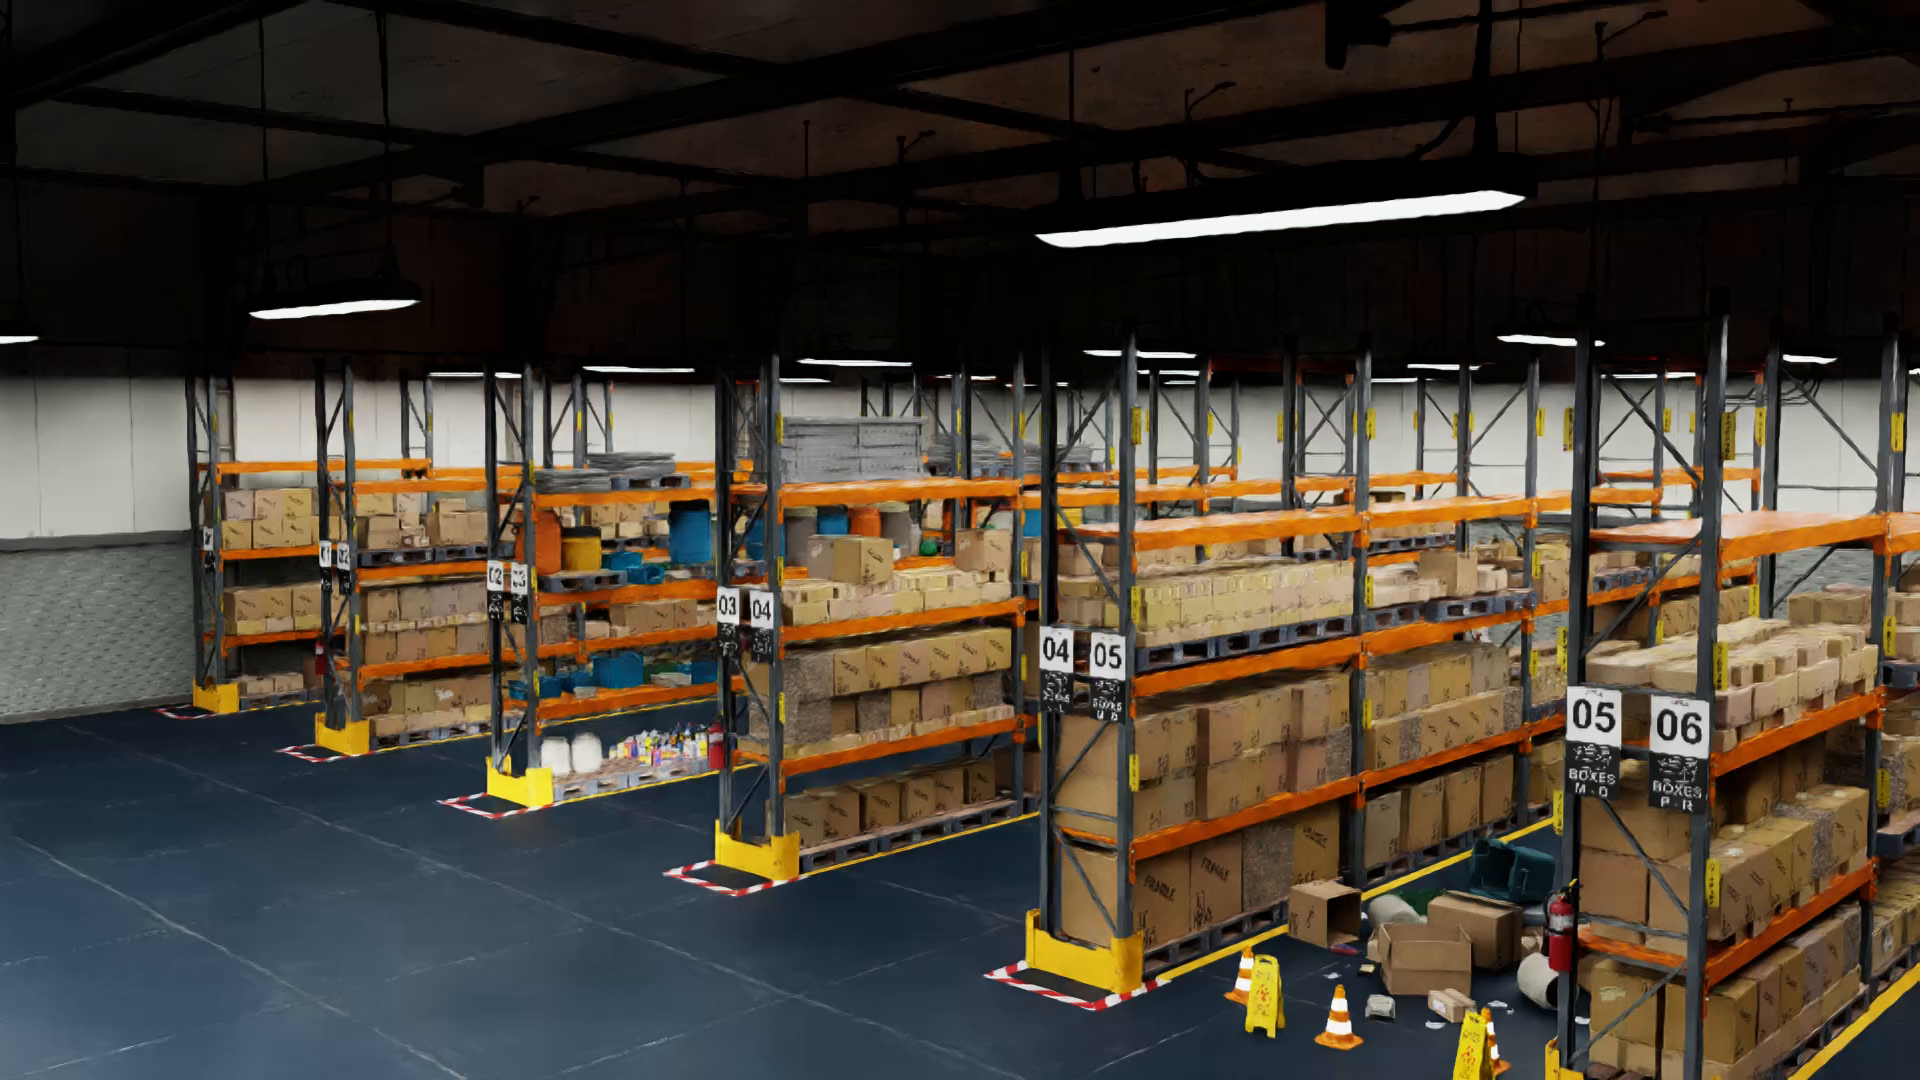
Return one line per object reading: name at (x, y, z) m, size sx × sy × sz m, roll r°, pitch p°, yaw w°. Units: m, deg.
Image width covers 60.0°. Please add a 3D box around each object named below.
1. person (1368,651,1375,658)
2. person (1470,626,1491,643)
person at (5.789, 2.467, 23.618) m, size 0.517 × 1.779 × 0.625 m, roll 1°, pitch 5°, yaw 17°
person at (9.704, 1.981, 30.793) m, size 0.687 × 1.657 × 0.488 m, roll 2°, pitch 5°, yaw 20°
